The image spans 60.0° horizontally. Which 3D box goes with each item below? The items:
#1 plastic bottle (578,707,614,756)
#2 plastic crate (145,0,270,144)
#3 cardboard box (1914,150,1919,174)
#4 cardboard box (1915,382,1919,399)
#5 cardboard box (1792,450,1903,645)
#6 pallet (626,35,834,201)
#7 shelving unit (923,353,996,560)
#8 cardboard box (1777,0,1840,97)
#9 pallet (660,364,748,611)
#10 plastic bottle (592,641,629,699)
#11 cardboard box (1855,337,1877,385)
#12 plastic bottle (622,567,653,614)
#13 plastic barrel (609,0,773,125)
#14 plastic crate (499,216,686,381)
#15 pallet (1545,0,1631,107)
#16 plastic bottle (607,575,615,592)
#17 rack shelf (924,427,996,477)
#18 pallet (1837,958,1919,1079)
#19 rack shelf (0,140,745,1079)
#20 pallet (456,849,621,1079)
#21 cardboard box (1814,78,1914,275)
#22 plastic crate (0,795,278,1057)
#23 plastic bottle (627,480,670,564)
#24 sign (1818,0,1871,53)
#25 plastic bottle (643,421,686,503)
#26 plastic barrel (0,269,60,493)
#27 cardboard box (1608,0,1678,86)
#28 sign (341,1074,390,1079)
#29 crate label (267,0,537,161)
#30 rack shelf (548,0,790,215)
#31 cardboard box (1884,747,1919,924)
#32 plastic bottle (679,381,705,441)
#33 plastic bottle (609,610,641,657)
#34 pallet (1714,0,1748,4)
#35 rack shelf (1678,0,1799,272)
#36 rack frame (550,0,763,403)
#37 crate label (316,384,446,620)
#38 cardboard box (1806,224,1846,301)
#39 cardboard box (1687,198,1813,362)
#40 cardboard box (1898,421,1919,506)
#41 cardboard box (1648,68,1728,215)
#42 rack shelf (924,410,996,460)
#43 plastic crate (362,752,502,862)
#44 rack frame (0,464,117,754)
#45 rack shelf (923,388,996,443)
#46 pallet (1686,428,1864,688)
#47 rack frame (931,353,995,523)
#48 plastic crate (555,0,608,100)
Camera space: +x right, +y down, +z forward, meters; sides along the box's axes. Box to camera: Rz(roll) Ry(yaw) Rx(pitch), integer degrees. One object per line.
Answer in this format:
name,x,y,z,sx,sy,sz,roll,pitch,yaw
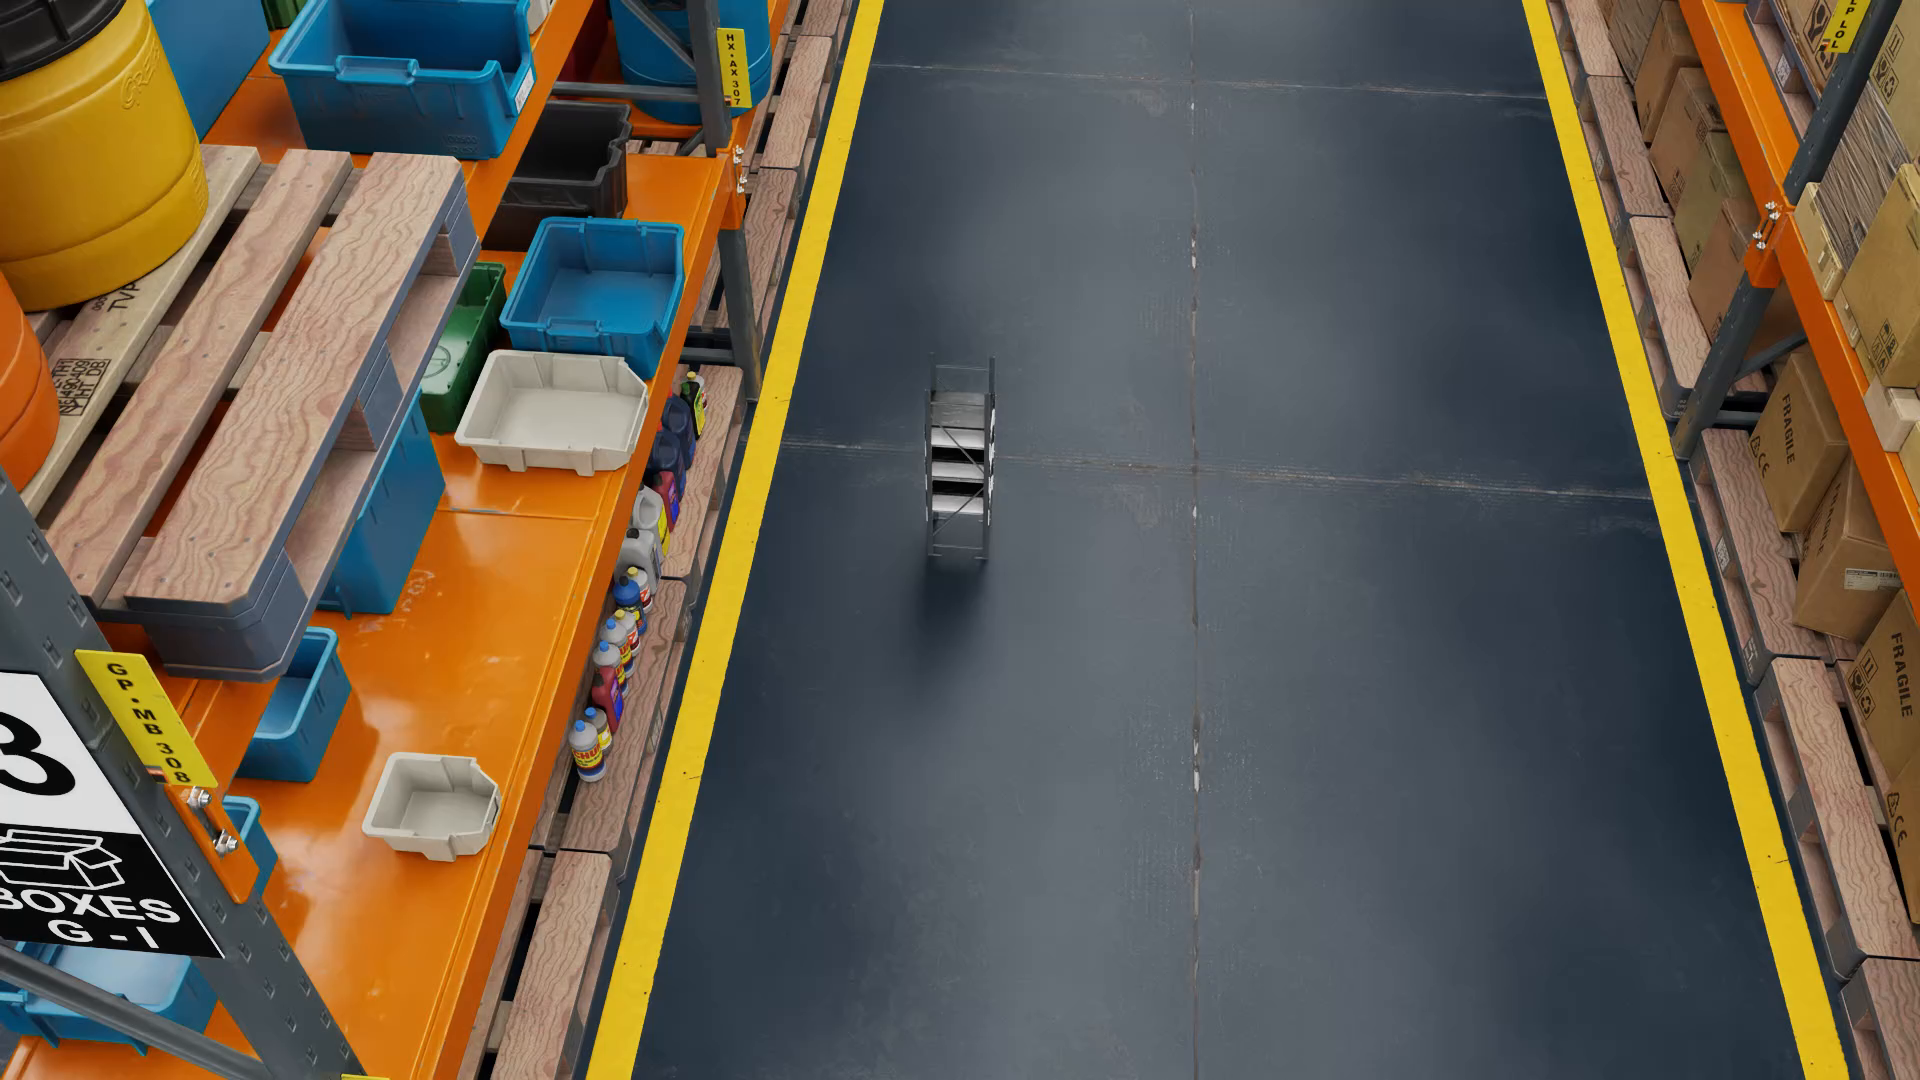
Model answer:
plastic bottle,-1.261,0.653,5.745,0.097,0.201,0.097,0,48,0
plastic crate,-1.872,-1.184,3.805,0.392,0.384,0.575,4,48,4
cardboard box,3.213,-1.153,4.850,0.500,0.500,0.500,4,48,4
cardboard box,3.423,-0.431,4.868,0.875,0.500,0.500,4,48,4
cardboard box,3.430,0.052,6.105,0.500,0.500,0.500,18,50,16
pallet,-1.240,-2.233,8.675,1.003,0.211,1.213,4,48,4
shelving unit,0.001,-0.310,6.449,0.258,0.900,0.210,4,48,4
cardboard box,3.763,-2.281,6.138,1.000,1.000,1.000,4,48,4
pallet,-1.484,-0.263,6.874,1.003,0.211,1.213,4,48,4
plastic bottle,-1.239,0.453,5.879,0.097,0.271,0.097,0,48,0
cardboard box,3.188,-0.587,5.450,0.380,0.149,0.250,4,48,4
plastic bottle,-1.202,0.179,6.177,0.097,0.201,0.097,0,48,0
plastic barrel,-1.044,-2.128,6.350,0.600,0.901,0.708,4,48,4
plastic crate,-1.212,-0.814,5.588,0.499,0.251,0.616,4,48,4
pallet,3.843,-2.786,9.181,1.003,0.211,1.213,4,48,4
plastic bottle,-1.325,0.056,6.234,0.061,0.283,0.133,4,48,4
rack shelf,0.001,-0.348,6.408,0.258,0.077,0.200,4,48,4
pallet,3.303,1.868,4.925,1.003,0.211,1.213,4,48,4
rack shelf,-1.563,0.017,5.215,1.077,0.370,4.000,4,48,4
pallet,-1.706,1.530,5.234,1.003,0.211,1.213,4,48,4
cardboard box,3.449,-1.170,5.544,0.875,0.500,0.500,4,48,4
plastic crate,-1.998,0.906,4.015,0.499,0.251,0.616,4,48,4
plastic bottle,-1.200,-0.079,6.312,0.144,0.351,0.185,4,48,3
sign,2.998,-1.788,5.594,0.100,0.325,0.005,4,48,4
plastic bottle,-1.170,-0.316,6.529,0.144,0.351,0.185,2,48,2
plastic barrel,-1.828,-0.421,2.519,0.600,0.830,0.708,4,48,4
cardboard box,3.837,-2.704,8.612,0.700,0.500,0.500,0,48,0
sign,-1.198,1.191,3.466,0.100,0.325,0.005,4,48,4
crate label,-1.246,-1.071,3.791,0.502,0.251,0.408,4,48,4
rack shelf,-1.199,-2.922,7.903,1.077,0.370,4.000,4,48,4
cardboard box,3.357,0.921,5.310,0.500,0.500,0.500,8,48,7
plastic bottle,-1.096,-0.551,6.790,0.061,0.283,0.133,6,48,5
plastic bottle,-1.221,0.330,6.039,0.097,0.201,0.097,0,48,0
pallet,3.776,-2.779,7.415,1.003,0.211,1.213,4,48,4
rack shelf,3.733,-2.589,7.599,1.077,0.370,4.000,4,48,4
rack frame,-1.381,-1.695,6.294,1.000,3.000,0.127,4,48,4
crate label,-1.847,-0.139,4.846,0.502,0.435,0.616,4,48,4
cardboard box,3.196,-0.957,5.789,0.380,0.149,0.250,4,48,4
cardboard box,3.629,-1.117,7.160,0.700,0.500,0.500,1,48,1
cardboard box,3.143,-0.219,5.114,0.380,0.149,0.250,4,48,4
cardboard box,3.741,-1.877,7.856,0.700,0.500,0.500,0,48,0
rack shelf,0.001,-0.409,6.341,0.258,0.077,0.200,4,48,4
plastic crate,-1.344,0.697,4.284,0.298,0.136,0.250,4,48,4
rack frame,-1.746,-0.781,1.392,1.000,3.000,0.127,4,48,4
rack shelf,0.001,-0.469,6.275,0.258,0.077,0.200,4,48,4
pallet,3.525,0.075,6.564,1.003,0.211,1.213,4,48,4
rack frame,0.010,-0.384,6.518,0.240,0.900,0.006,4,48,4
plastic crate,-1.642,-2.093,6.614,0.402,0.464,0.583,4,48,4
